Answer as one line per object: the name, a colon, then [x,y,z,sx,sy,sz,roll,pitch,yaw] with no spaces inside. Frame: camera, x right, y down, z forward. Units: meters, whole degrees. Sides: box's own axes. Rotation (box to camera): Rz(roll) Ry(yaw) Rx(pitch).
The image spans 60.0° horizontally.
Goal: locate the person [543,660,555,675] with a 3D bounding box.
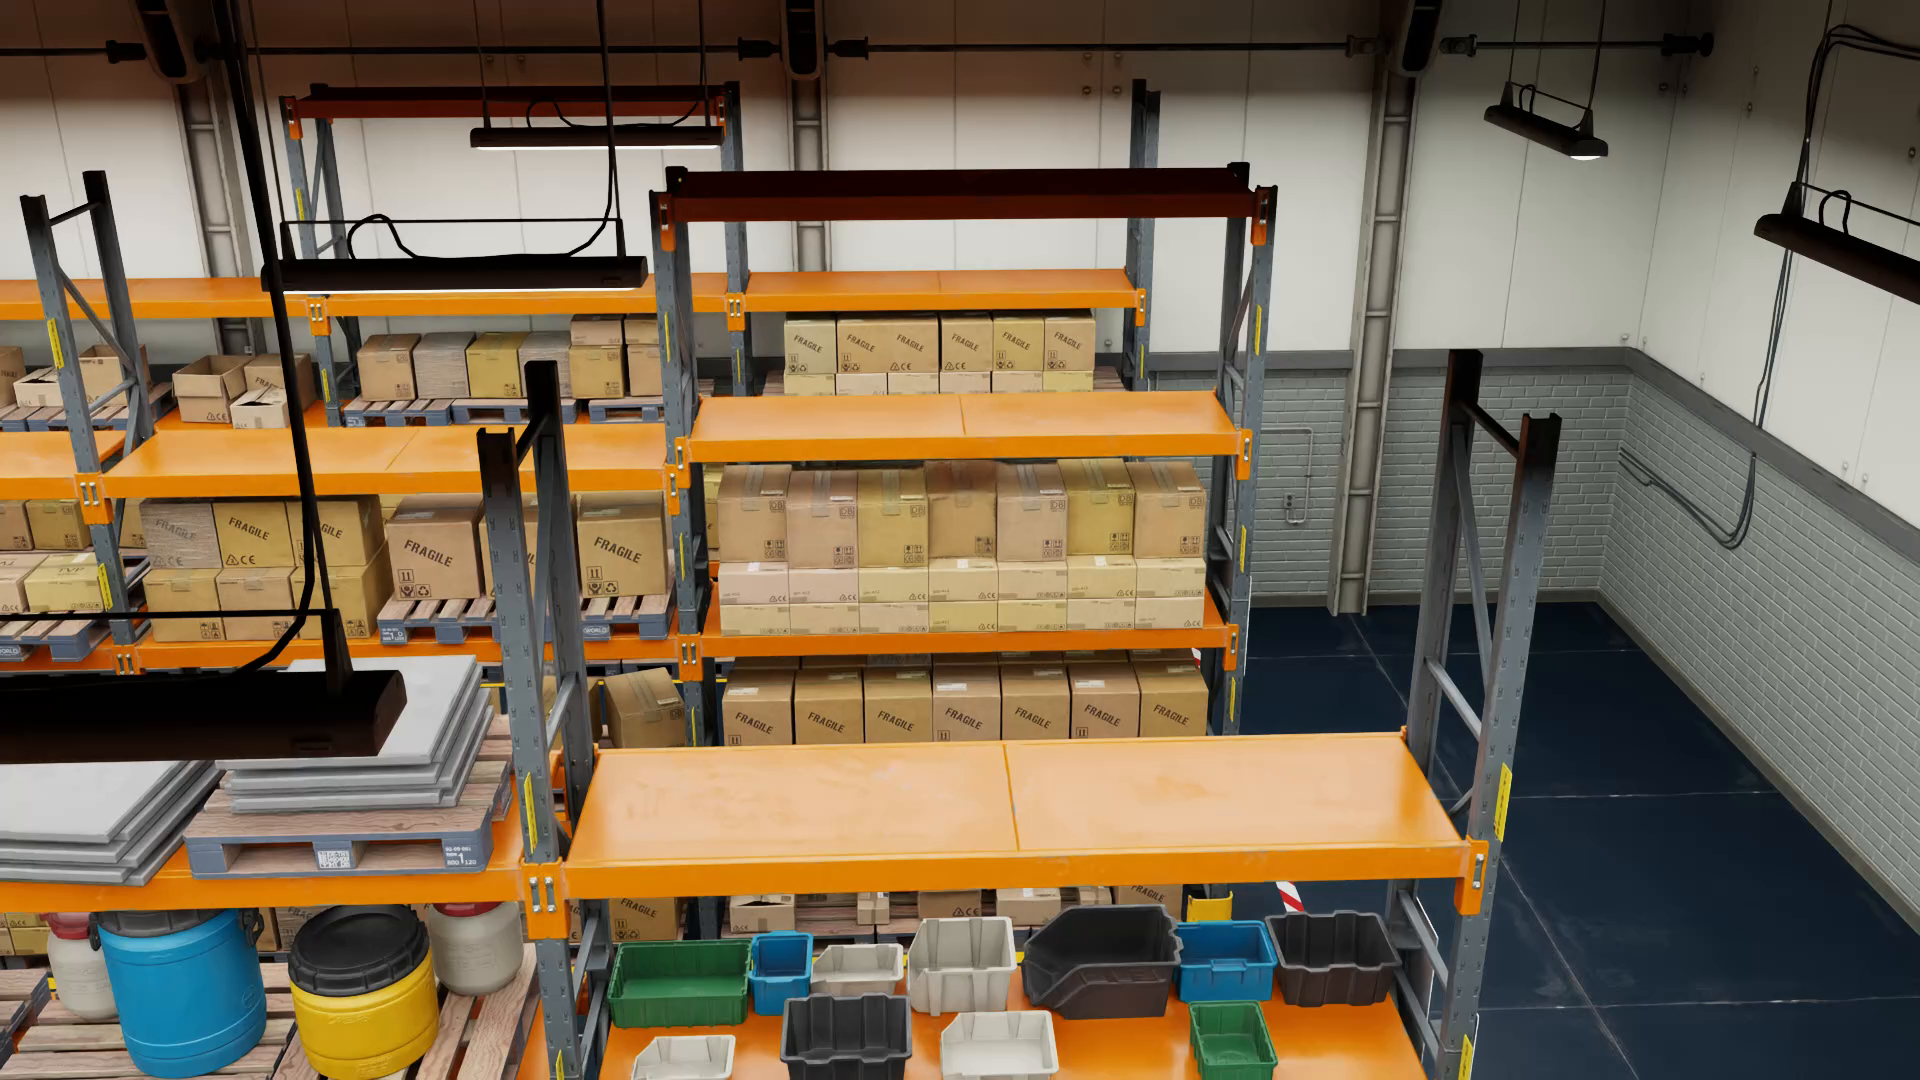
person: [-3.876,1.290,15.715,0.446,1.679,0.501,5,23,13]
